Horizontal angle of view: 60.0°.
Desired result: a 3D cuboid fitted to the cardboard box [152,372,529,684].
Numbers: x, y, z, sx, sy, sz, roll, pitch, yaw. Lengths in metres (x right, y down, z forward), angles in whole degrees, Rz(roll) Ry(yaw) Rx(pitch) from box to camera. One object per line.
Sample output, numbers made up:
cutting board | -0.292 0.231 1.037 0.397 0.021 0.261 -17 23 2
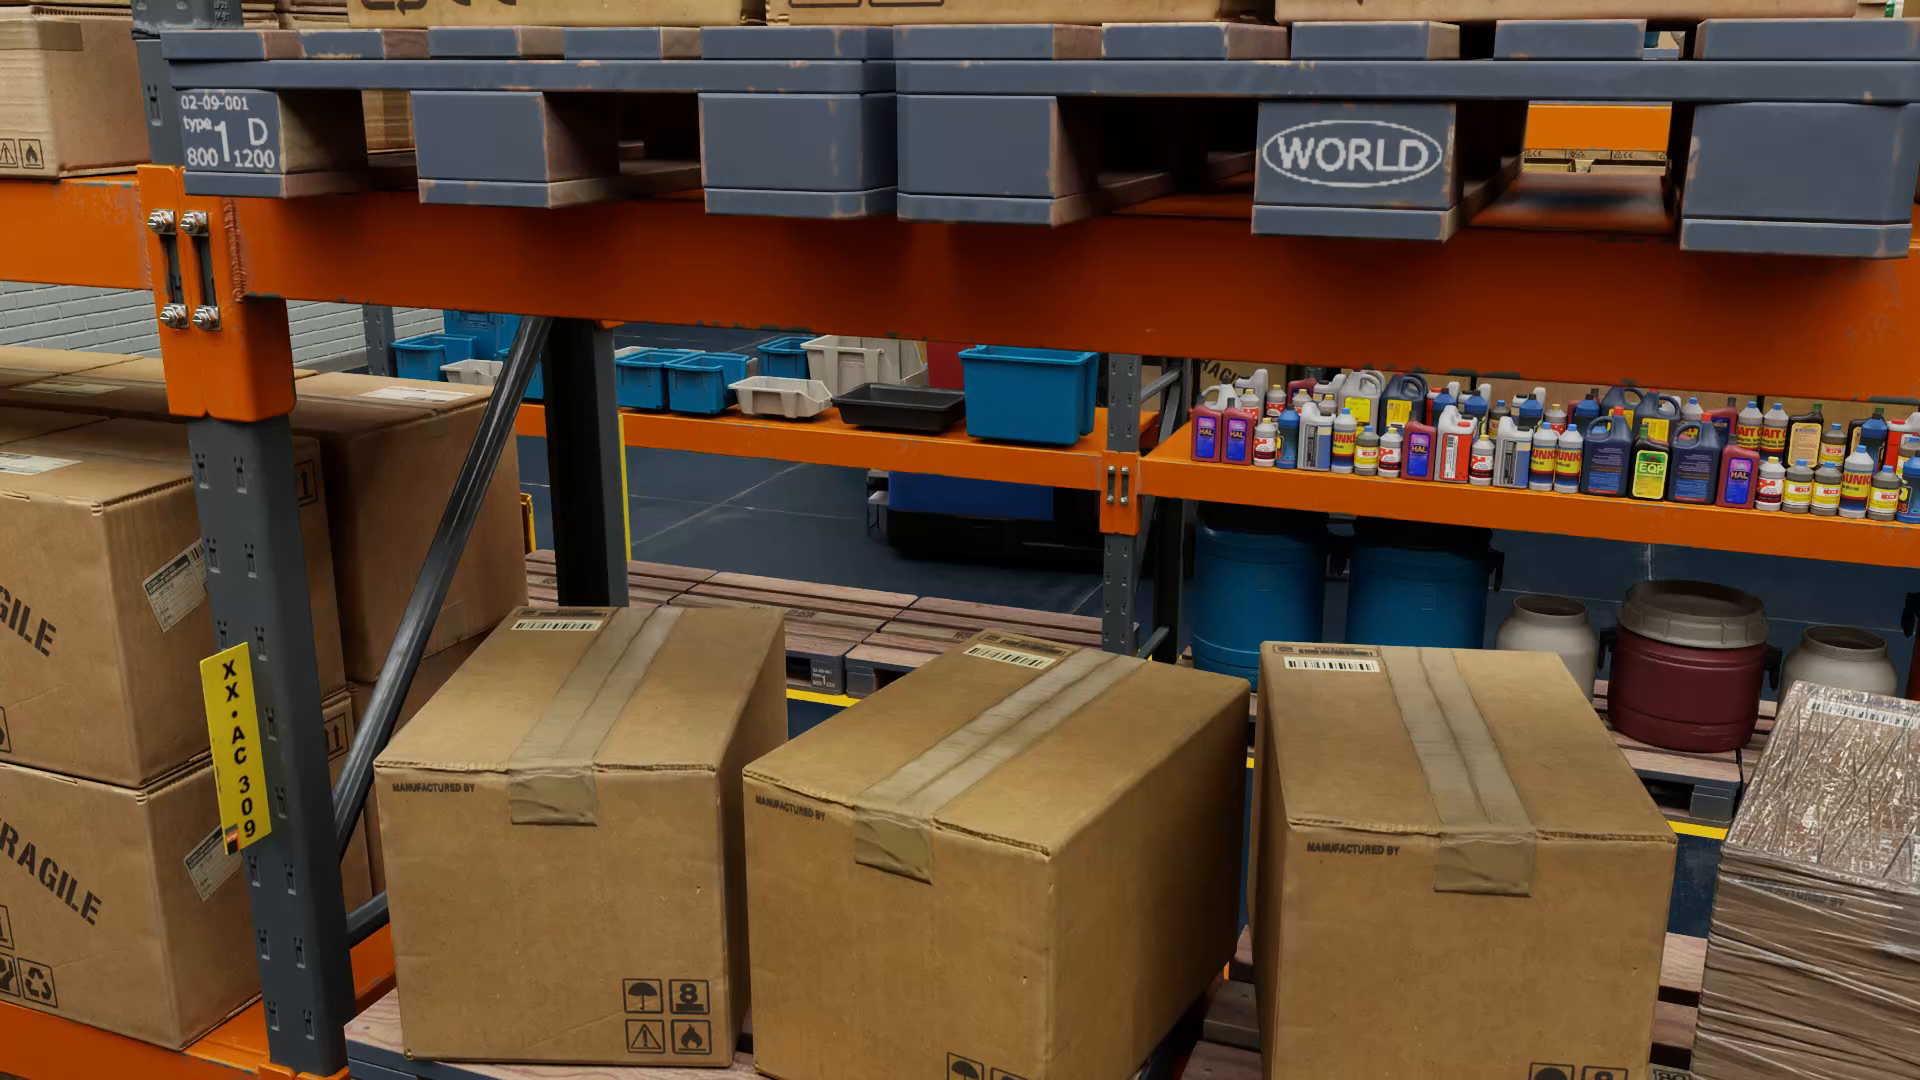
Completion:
cardboard box | -1.276 -0.047 3.484 0.500 0.500 0.500 7 18 22

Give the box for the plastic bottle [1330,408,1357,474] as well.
plastic bottle | 1.609 -0.418 6.964 0.097 0.271 0.097 0 16 0

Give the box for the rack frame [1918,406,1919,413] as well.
rack frame | 6.418 -1.558 10.659 0.127 3.000 1.000 6 17 21

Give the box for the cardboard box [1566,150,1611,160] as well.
cardboard box | 7.586 -4.849 20.023 0.500 0.500 0.500 6 17 19

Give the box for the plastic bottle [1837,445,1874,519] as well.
plastic bottle | 3.390 -0.222 6.289 0.097 0.271 0.097 0 16 0

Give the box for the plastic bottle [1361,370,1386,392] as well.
plastic bottle | 1.855 -0.649 7.619 0.185 0.351 0.144 6 17 21

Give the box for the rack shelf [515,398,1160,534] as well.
rack shelf | -0.981 -0.541 8.449 4.000 0.370 1.077 6 17 21

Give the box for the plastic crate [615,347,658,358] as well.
plastic crate | -1.752 -0.924 8.841 0.243 0.136 0.396 6 17 21

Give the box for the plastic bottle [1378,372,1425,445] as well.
plastic bottle | 1.974 -0.593 7.425 0.185 0.351 0.144 6 17 21

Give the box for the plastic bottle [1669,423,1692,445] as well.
plastic bottle | 2.885 -0.321 6.609 0.133 0.283 0.061 6 17 21

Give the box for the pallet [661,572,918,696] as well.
pallet | -0.958 0.467 8.685 1.213 0.211 1.003 6 17 21

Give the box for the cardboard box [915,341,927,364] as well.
cardboard box | -0.399 -1.513 13.562 0.875 0.875 0.875 6 17 21

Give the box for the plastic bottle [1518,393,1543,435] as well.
plastic bottle | 2.486 -0.503 7.258 0.097 0.271 0.097 0 16 0

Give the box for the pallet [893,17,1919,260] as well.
pallet | 0.605 -0.558 2.173 1.003 0.211 1.213 6 17 21

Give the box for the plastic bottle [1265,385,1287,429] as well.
plastic bottle | 1.483 -0.626 7.805 0.097 0.201 0.097 0 16 0

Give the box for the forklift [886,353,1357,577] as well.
forklift | 1.119 -1.337 10.021 3.031 2.935 1.130 4 17 13

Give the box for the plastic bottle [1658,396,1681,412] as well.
plastic bottle | 3.027 -0.484 7.181 0.135 0.276 0.152 6 17 21

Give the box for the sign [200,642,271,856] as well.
sign | -1.133 0.328 2.612 0.005 0.325 0.100 6 17 21

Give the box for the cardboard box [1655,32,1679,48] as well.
cardboard box | 4.510 -3.453 10.869 0.637 0.503 0.797 6 17 20

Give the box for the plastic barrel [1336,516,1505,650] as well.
plastic barrel | 2.038 0.256 7.421 0.708 0.901 0.600 6 17 21

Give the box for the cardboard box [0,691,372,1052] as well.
cardboard box | -1.501 0.569 3.153 0.500 0.500 0.500 7 17 22

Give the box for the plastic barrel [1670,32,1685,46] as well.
plastic barrel | 2.896 -2.123 6.229 0.433 0.535 0.433 0 16 0

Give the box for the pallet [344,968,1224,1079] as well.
pallet | -0.238 0.804 2.867 1.213 0.211 1.003 6 17 21

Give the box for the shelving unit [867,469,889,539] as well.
shelving unit | -0.463 -0.463 10.653 0.210 0.900 0.258 4 17 13

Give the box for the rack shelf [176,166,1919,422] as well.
rack shelf | 0.919 -0.288 2.197 4.000 0.370 1.077 6 17 21

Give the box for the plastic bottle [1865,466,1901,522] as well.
plastic bottle | 3.481 -0.178 6.264 0.097 0.201 0.097 0 16 0

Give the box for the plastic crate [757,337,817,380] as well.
plastic crate | -0.837 -0.896 8.574 0.300 0.233 0.416 6 17 21

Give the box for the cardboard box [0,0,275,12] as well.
cardboard box | -1.493 -0.986 2.682 0.500 0.250 0.500 6 17 21

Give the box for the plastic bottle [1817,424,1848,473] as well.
plastic bottle | 3.664 -0.386 6.978 0.097 0.201 0.097 0 16 0

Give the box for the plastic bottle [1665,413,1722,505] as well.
plastic bottle | 2.872 -0.324 6.498 0.185 0.351 0.144 6 17 21

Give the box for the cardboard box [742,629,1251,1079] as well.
cardboard box | 0.080 0.513 2.595 0.500 0.500 0.700 9 19 29

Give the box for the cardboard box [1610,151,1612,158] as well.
cardboard box | 7.789 -4.977 20.463 0.500 0.500 0.500 7 18 22

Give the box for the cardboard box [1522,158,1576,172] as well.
cardboard box | 3.928 -2.360 11.445 0.637 0.503 0.797 6 17 21

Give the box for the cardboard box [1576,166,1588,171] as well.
cardboard box | 6.017 -3.512 16.022 0.250 0.149 0.380 6 17 19

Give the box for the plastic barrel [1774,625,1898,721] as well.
plastic barrel | 3.581 0.640 6.799 0.421 0.512 0.421 0 16 0

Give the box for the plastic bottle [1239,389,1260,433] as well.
plastic bottle | 1.336 -0.596 7.703 0.097 0.201 0.097 0 16 0

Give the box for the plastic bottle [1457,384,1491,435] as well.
plastic bottle | 2.299 -0.564 7.457 0.135 0.276 0.152 6 17 21

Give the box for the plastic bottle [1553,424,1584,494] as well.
plastic bottle | 2.436 -0.327 6.651 0.097 0.271 0.097 0 16 0

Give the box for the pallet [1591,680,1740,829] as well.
pallet | 2.721 0.871 7.295 1.213 0.211 1.003 6 17 21

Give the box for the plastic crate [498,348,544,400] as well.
plastic crate | -2.120 -0.862 8.455 0.300 0.233 0.416 6 17 21

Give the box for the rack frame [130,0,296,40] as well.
rack frame | -0.941 -2.279 2.383 0.127 3.000 1.000 6 17 21

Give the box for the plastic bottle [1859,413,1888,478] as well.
plastic bottle | 3.766 -0.390 6.867 0.097 0.271 0.097 0 16 0

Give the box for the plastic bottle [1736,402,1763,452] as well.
plastic bottle | 3.359 -0.453 7.084 0.097 0.271 0.097 0 16 0

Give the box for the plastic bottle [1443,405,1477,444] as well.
plastic bottle | 2.088 -0.421 6.967 0.135 0.276 0.152 6 17 21

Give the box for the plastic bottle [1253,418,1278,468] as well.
plastic bottle | 1.302 -0.418 7.090 0.097 0.201 0.097 0 16 0

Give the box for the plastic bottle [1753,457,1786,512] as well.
plastic bottle | 3.119 -0.218 6.402 0.097 0.201 0.097 0 16 0

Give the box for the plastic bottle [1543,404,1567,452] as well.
plastic bottle | 2.633 -0.499 7.369 0.097 0.201 0.097 0 16 0

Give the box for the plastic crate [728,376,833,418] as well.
plastic crate | -0.851 -0.685 8.017 0.466 0.136 0.293 6 17 21

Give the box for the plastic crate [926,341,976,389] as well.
plastic crate | 0.141 -0.898 8.165 0.583 0.464 0.402 6 17 21

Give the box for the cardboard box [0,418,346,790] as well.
cardboard box | -1.507 0.089 3.013 0.500 0.500 0.500 6 17 21

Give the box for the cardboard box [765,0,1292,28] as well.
cardboard box | 0.130 -1.003 2.257 0.600 0.600 0.600 6 17 20

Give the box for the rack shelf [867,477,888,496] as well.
rack shelf | -0.463 -0.344 10.687 0.200 0.077 0.258 4 17 13

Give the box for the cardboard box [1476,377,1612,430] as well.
cardboard box | 4.131 -0.997 11.784 0.875 0.875 1.225 6 17 19

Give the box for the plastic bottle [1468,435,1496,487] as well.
plastic bottle | 2.130 -0.327 6.776 0.097 0.201 0.097 0 16 0

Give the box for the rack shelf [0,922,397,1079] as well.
rack shelf | -2.802 0.743 4.025 4.000 0.370 1.077 6 17 21
